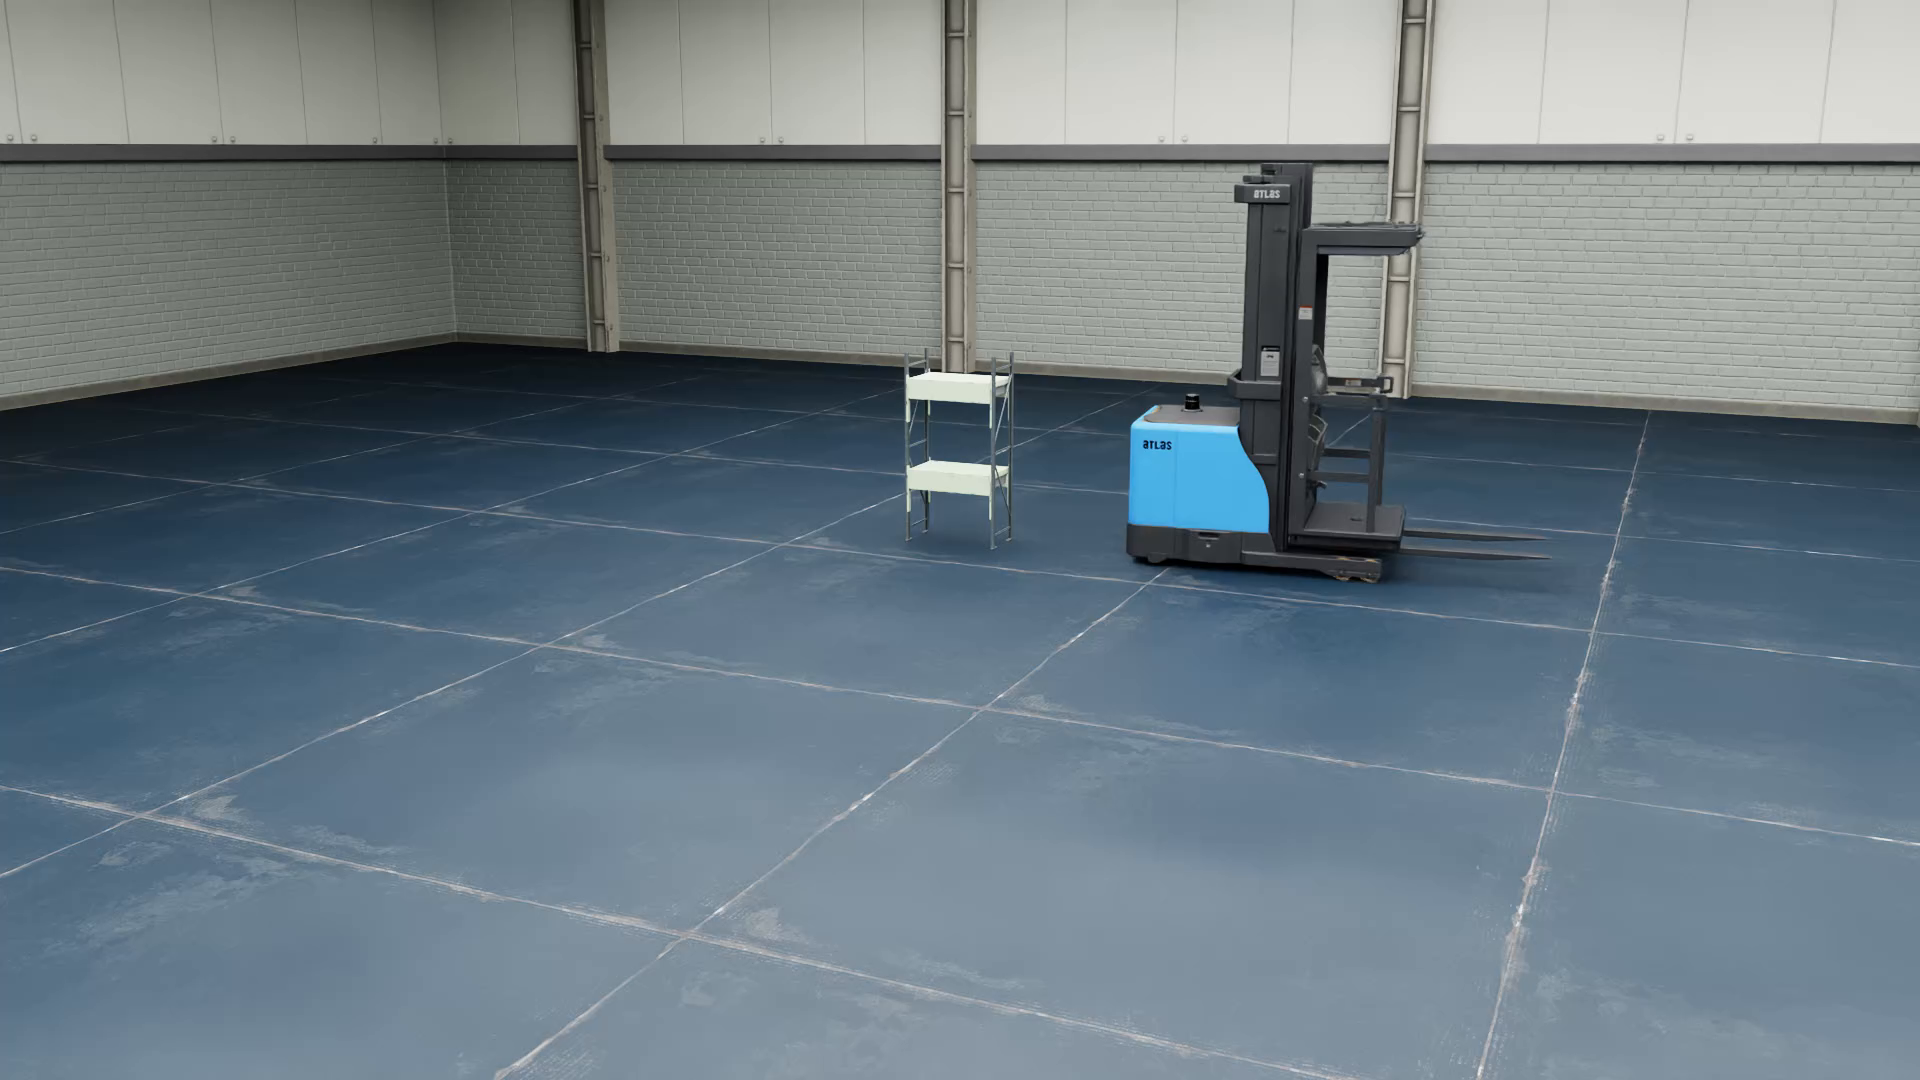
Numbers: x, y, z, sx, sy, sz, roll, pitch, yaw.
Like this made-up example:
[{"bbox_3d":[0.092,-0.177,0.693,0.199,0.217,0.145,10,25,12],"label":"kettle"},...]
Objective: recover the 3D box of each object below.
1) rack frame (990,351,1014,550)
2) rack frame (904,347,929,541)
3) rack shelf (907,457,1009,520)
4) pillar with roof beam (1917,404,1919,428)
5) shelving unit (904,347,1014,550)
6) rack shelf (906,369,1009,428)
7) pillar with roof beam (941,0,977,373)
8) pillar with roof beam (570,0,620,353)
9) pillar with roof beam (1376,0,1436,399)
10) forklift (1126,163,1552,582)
[{"bbox_3d":[0.329,-0.697,12.942,0.023,1.500,0.400,6,14,23],"label":"rack frame"},{"bbox_3d":[-0.341,-0.765,13.230,0.023,1.500,0.400,6,14,23],"label":"rack frame"},{"bbox_3d":[-0.006,-0.413,13.161,0.720,0.370,0.431,6,14,23],"label":"rack shelf"},{"bbox_3d":[9.211,-4.740,13.755,0.400,9.000,9.100,6,14,23],"label":"pillar with roof beam"},{"bbox_3d":[-0.006,-0.731,13.086,0.755,1.500,0.431,6,14,23],"label":"shelving unit"},{"bbox_3d":[-0.006,-1.111,12.997,0.720,0.370,0.431,6,14,23],"label":"rack shelf"},{"bbox_3d":[-1.761,-5.850,18.487,0.400,9.000,9.100,6,14,23],"label":"pillar with roof beam"},{"bbox_3d":[-7.246,-6.405,20.853,0.400,9.000,9.100,6,14,23],"label":"pillar with roof beam"},{"bbox_3d":[3.725,-5.295,16.121,0.400,9.000,9.100,6,14,23],"label":"pillar with roof beam"},{"bbox_3d":[2.826,-1.257,12.196,3.031,2.935,1.130,4,14,16],"label":"forklift"}]
